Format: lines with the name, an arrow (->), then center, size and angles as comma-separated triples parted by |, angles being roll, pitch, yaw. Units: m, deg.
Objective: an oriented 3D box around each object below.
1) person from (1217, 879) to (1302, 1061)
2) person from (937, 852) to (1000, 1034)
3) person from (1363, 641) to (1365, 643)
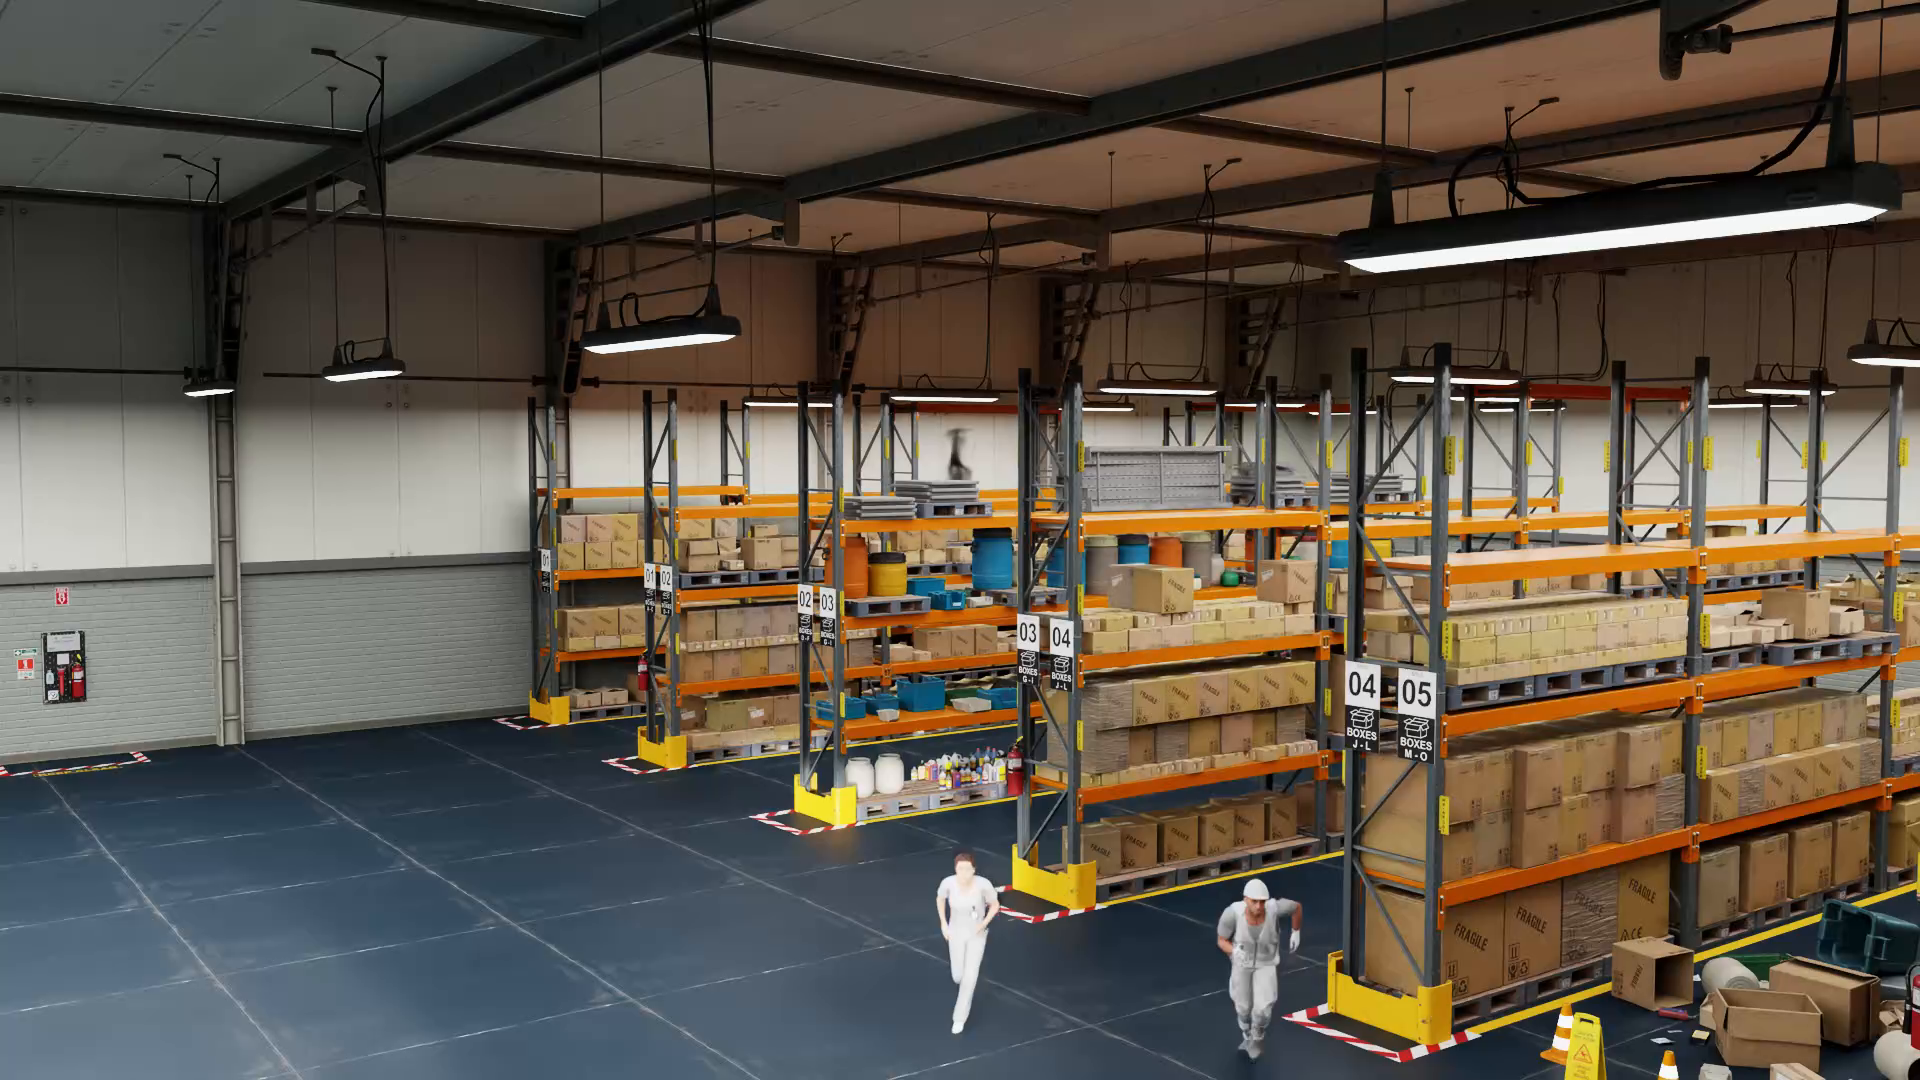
person -> 2.457, 3.527, 13.687 | 0.680, 1.615, 0.927 | 0, 3, 8
person -> 0.076, 3.514, 14.778 | 0.559, 1.612, 0.778 | 0, 3, 3
person -> 8.962, 2.075, 37.804 | 0.672, 1.754, 0.982 | 0, 3, -7
